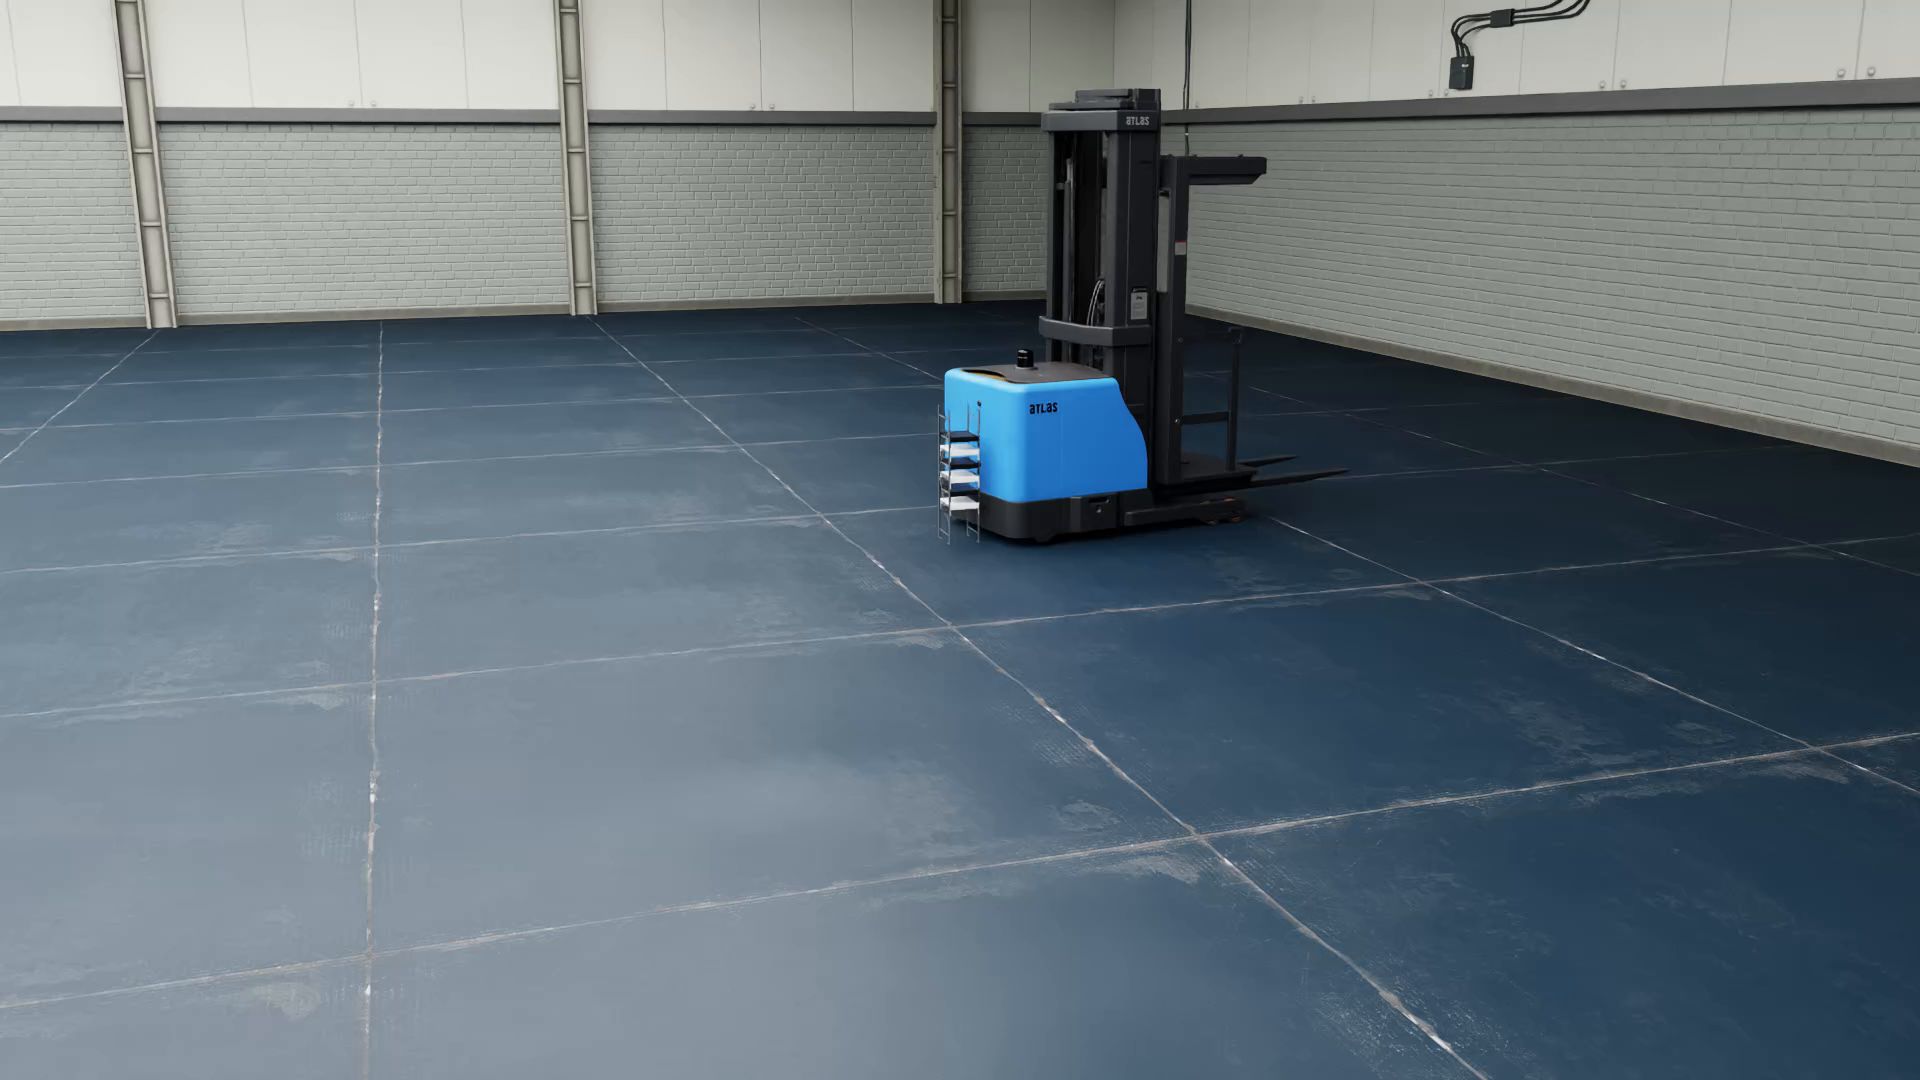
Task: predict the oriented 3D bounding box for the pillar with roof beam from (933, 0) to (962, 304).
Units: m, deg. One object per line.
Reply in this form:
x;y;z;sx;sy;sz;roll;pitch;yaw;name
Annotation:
1.170;-7.417;22.876;0.400;9.000;9.100;-4;14;-18;pillar with roof beam

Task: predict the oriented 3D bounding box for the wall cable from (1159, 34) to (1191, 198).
3.011;-6.777;26.900;0.112;2.526;3.097;-4;14;-18;wall cable

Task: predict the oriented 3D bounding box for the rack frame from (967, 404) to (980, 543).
0.089;-0.445;11.068;0.006;0.900;0.240;-4;14;-18;rack frame

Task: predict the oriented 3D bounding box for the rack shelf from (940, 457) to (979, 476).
-0.008;-0.492;11.023;0.200;0.077;0.258;-4;14;-18;rack shelf

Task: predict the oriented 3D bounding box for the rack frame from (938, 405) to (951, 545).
-0.104;-0.430;11.005;0.006;0.900;0.240;-4;14;-18;rack frame

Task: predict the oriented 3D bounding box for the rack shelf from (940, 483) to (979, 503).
-0.008;-0.317;11.065;0.200;0.077;0.258;-4;14;-18;rack shelf

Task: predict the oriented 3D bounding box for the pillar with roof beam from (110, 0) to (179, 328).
-10.203;-6.531;19.153;0.400;9.000;9.100;-4;14;-18;pillar with roof beam

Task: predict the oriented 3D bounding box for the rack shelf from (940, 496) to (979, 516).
-0.008;-0.230;11.086;0.200;0.077;0.258;-4;14;-18;rack shelf

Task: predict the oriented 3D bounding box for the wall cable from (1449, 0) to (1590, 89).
6.024;-7.859;17.389;0.169;6.003;2.305;-4;14;-18;wall cable

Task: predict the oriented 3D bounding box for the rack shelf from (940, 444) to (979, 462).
-0.008;-0.580;11.002;0.200;0.077;0.258;-4;14;-18;rack shelf

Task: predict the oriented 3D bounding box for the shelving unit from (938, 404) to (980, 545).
-0.008;-0.437;11.036;0.210;0.900;0.258;-4;14;-18;shelving unit

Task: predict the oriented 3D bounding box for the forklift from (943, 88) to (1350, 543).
1.421;-1.631;11.664;3.031;2.935;1.130;-7;15;-28;forklift

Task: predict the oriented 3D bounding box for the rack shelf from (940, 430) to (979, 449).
-0.008;-0.667;10.981;0.200;0.077;0.258;-4;14;-18;rack shelf

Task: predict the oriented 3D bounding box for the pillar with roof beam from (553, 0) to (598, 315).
-4.517;-6.974;21.015;0.400;9.000;9.100;-4;14;-18;pillar with roof beam

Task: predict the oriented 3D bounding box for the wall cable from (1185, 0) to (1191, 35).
3.874;-8.641;23.821;0.112;2.526;3.097;-4;14;-18;wall cable

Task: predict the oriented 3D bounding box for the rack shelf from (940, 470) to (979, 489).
-0.008;-0.405;11.044;0.200;0.077;0.258;-4;14;-18;rack shelf
